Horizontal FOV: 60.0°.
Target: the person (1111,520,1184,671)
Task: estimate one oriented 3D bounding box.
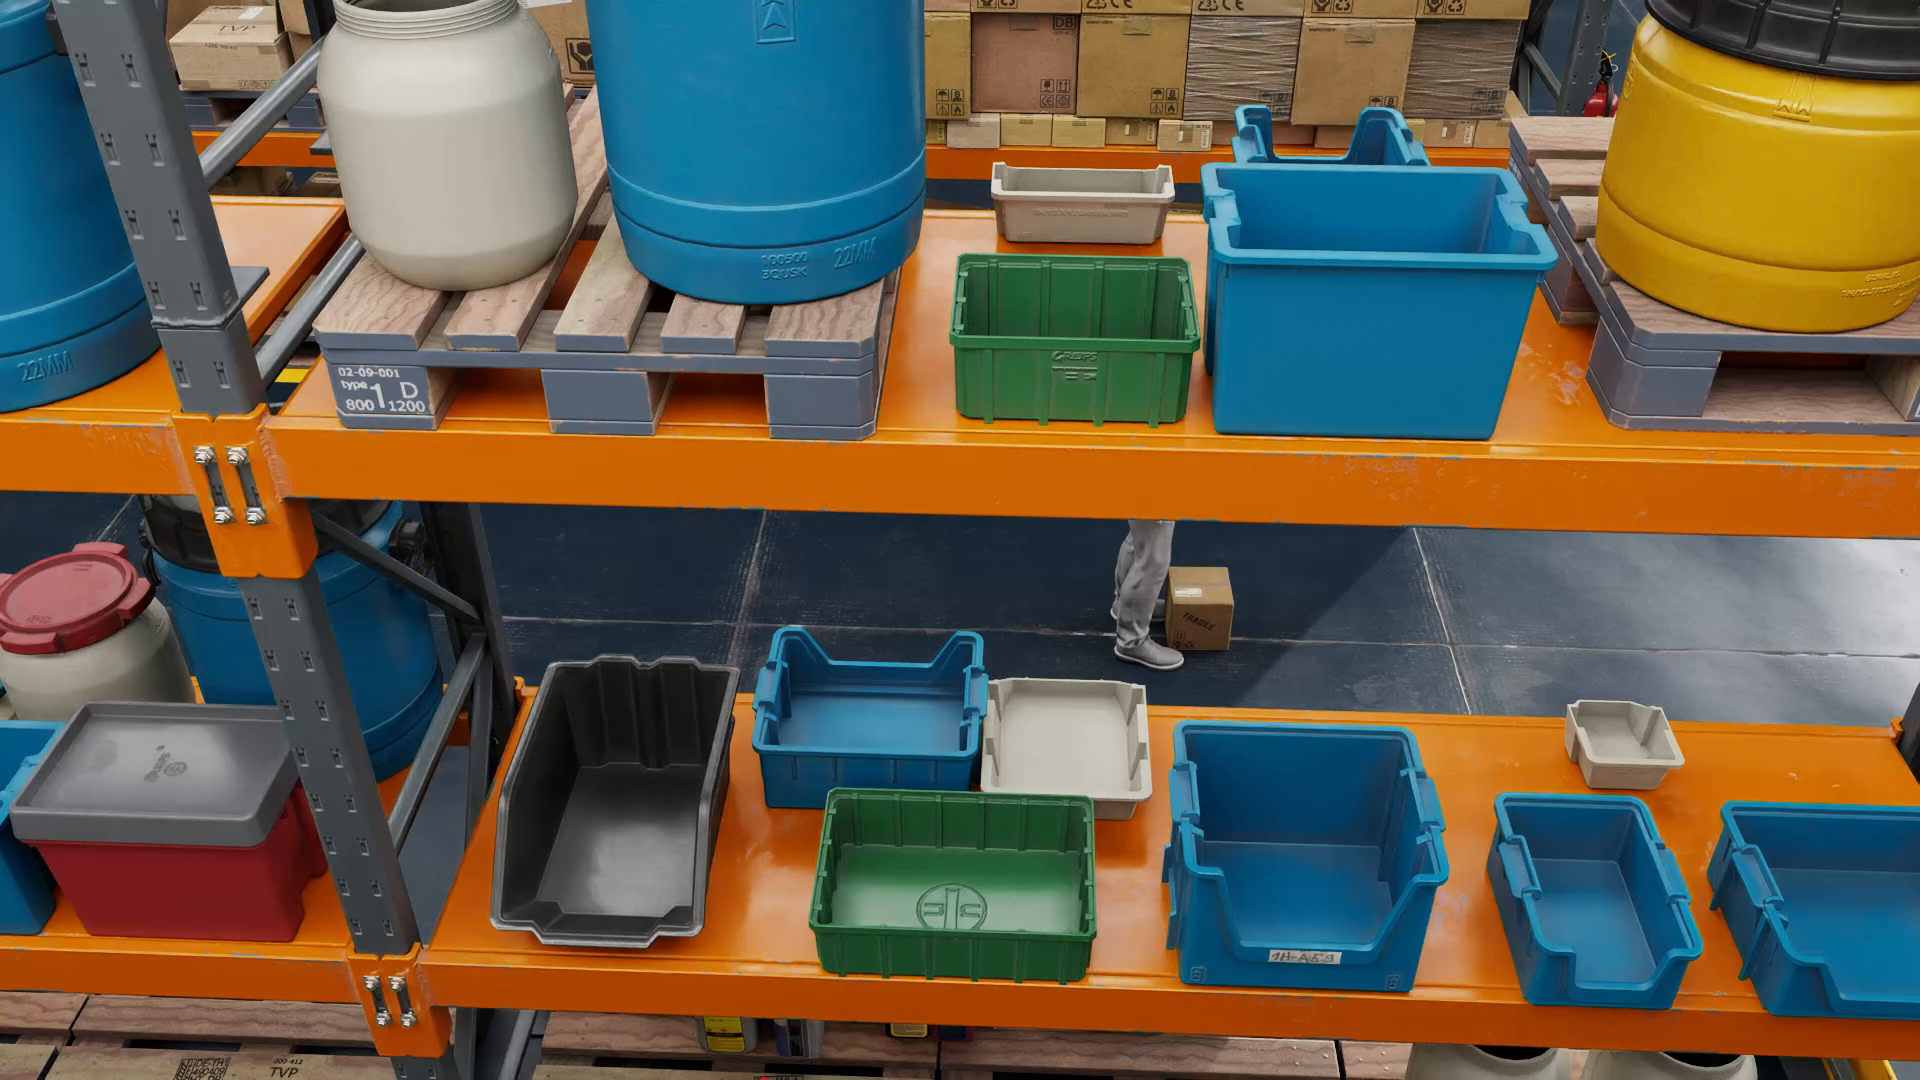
[{"bbox_3d":[0.756,-0.294,6.547,0.369,1.667,0.547,0,36,0],"label":"person"}]
